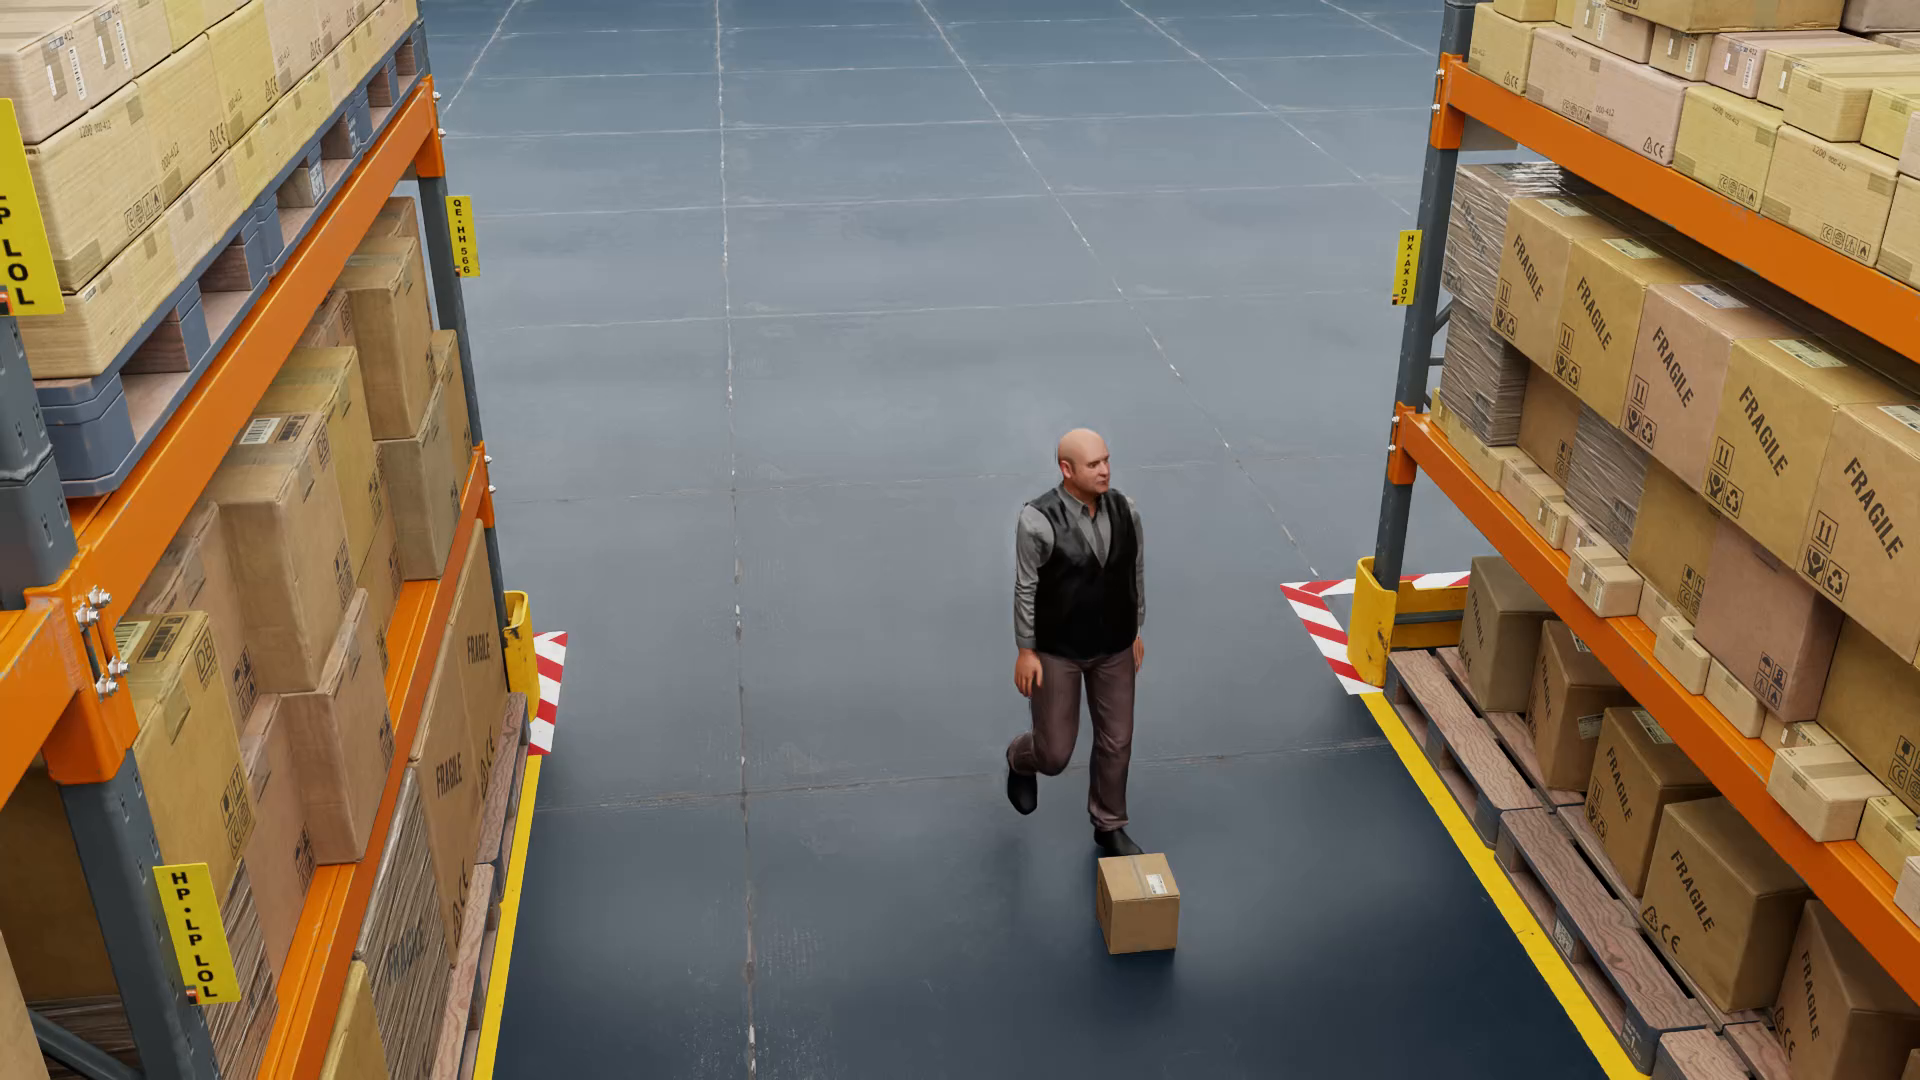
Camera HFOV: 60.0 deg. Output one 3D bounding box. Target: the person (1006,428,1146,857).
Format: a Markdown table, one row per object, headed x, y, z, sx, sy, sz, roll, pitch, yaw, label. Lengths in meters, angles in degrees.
| x | y | z | sx | sy | sz | roll | pitch | yaw | label |
| --- | --- | --- | --- | --- | --- | --- | --- | --- | --- |
| 0.476 | 0.412 | 6.288 | 0.564 | 1.709 | 0.660 | -11 | 29 | -21 | person |
